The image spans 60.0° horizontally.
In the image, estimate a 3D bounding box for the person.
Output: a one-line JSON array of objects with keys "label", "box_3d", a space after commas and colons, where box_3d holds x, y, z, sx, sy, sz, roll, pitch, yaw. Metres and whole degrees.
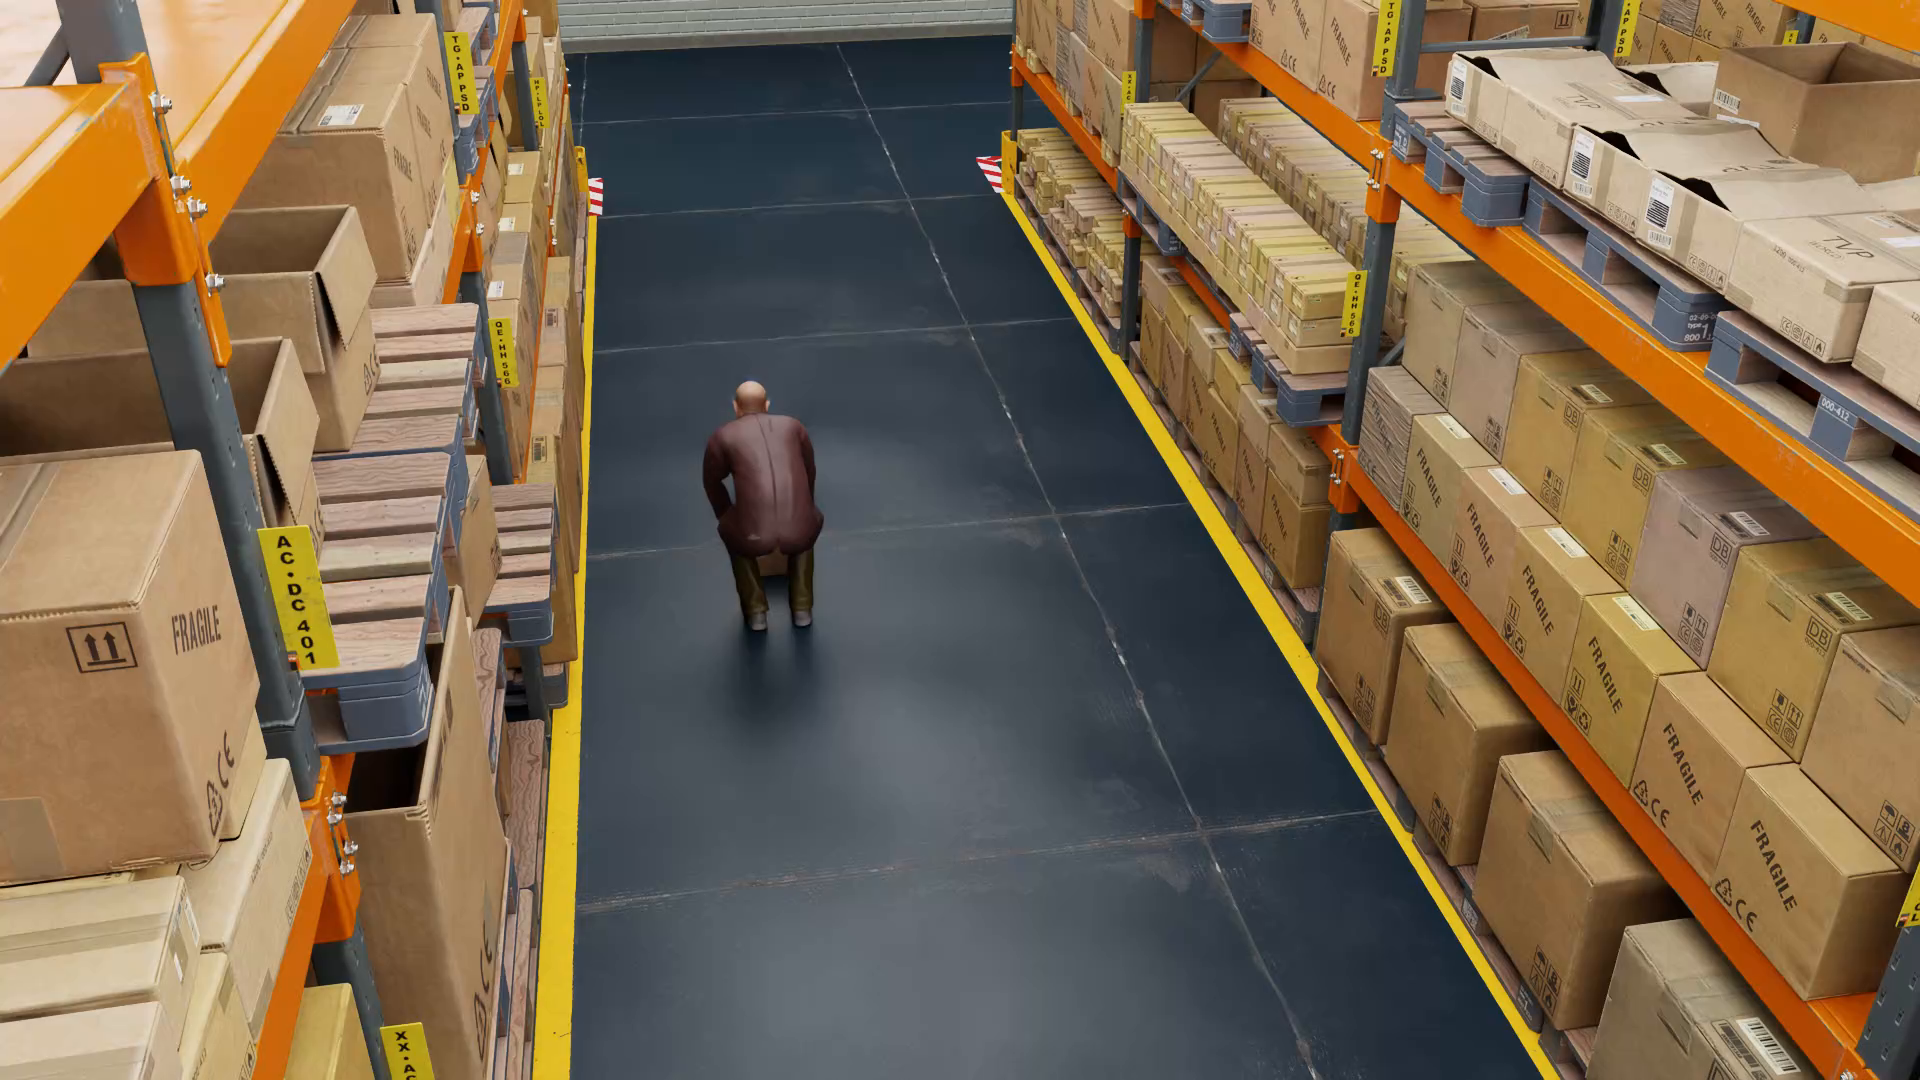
[{"label": "person", "box_3d": [-1.052, -0.157, 8.974, 0.630, 1.226, 0.804, -5, 31, -9]}]
